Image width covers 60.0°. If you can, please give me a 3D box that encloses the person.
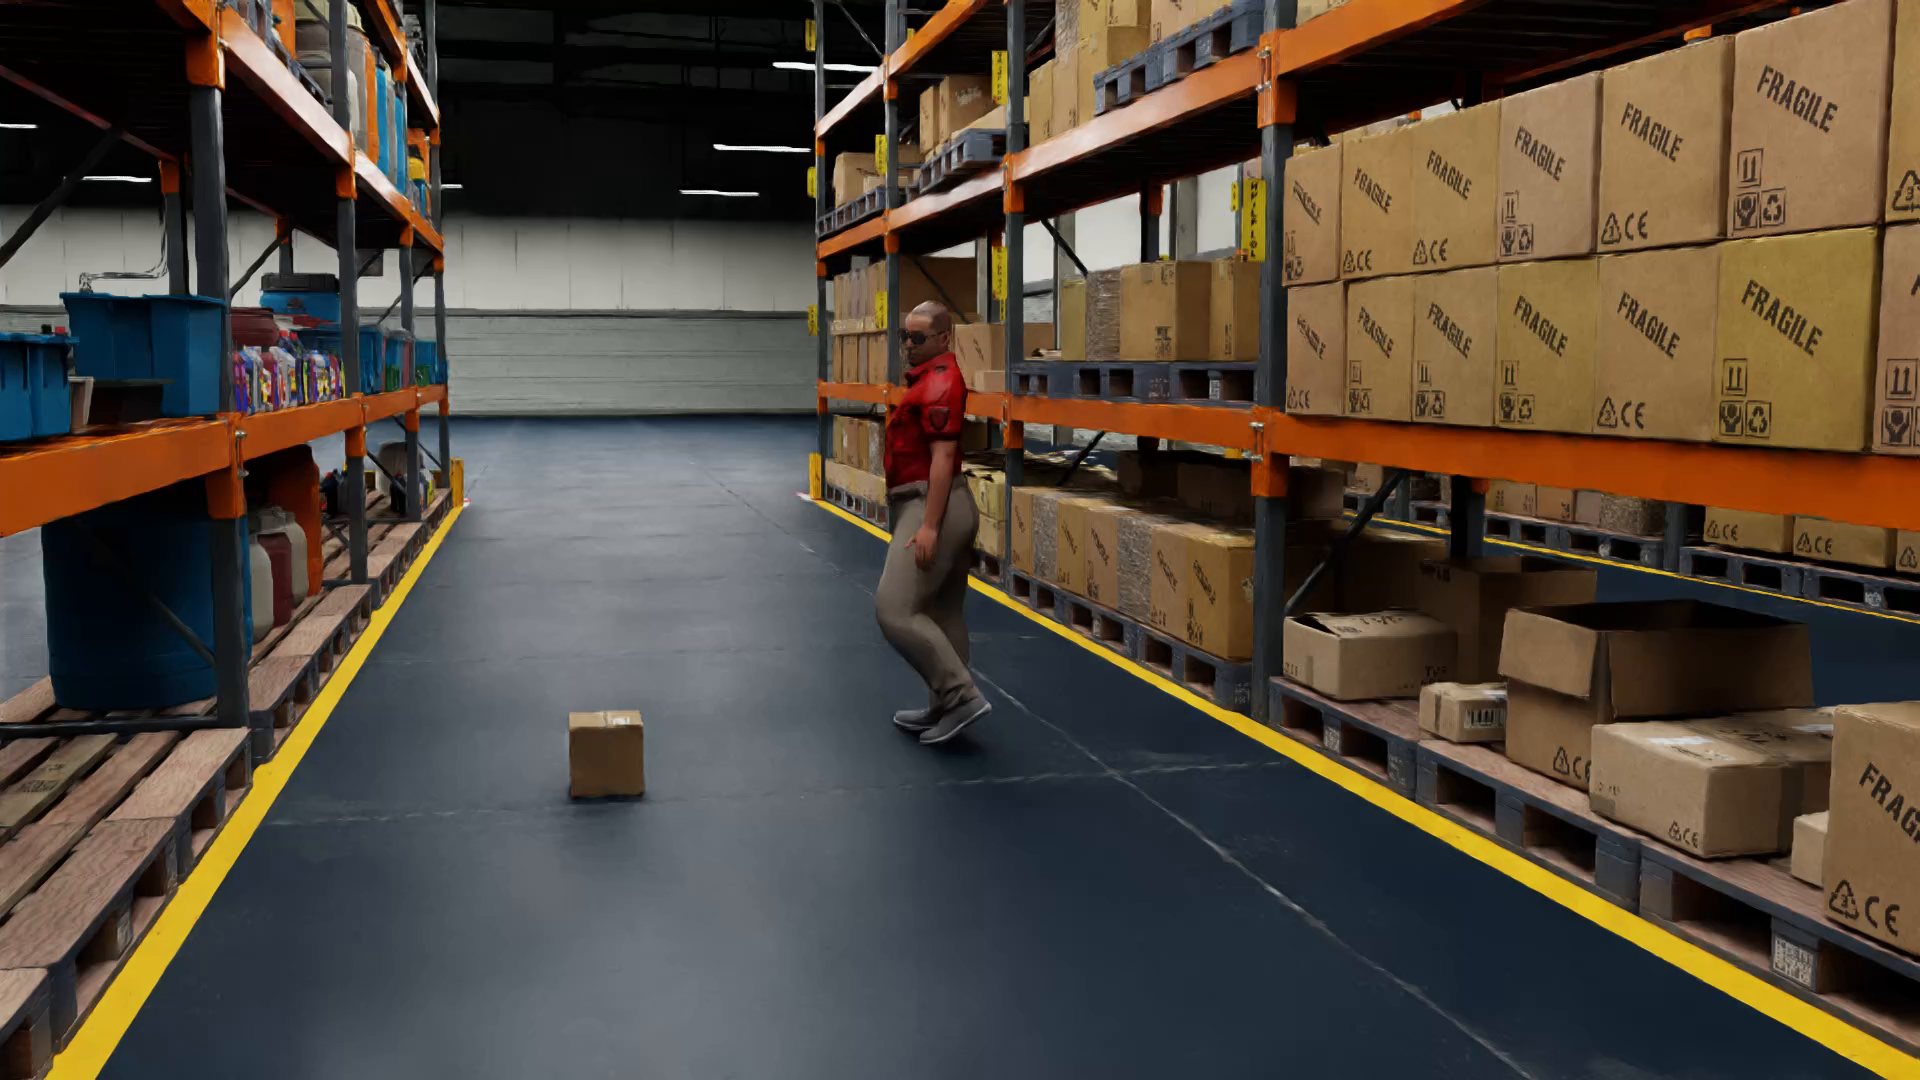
[{"bbox_3d":[-0.079,-0.065,6.507,0.444,1.724,0.597,1,6,7],"label":"person"}]
